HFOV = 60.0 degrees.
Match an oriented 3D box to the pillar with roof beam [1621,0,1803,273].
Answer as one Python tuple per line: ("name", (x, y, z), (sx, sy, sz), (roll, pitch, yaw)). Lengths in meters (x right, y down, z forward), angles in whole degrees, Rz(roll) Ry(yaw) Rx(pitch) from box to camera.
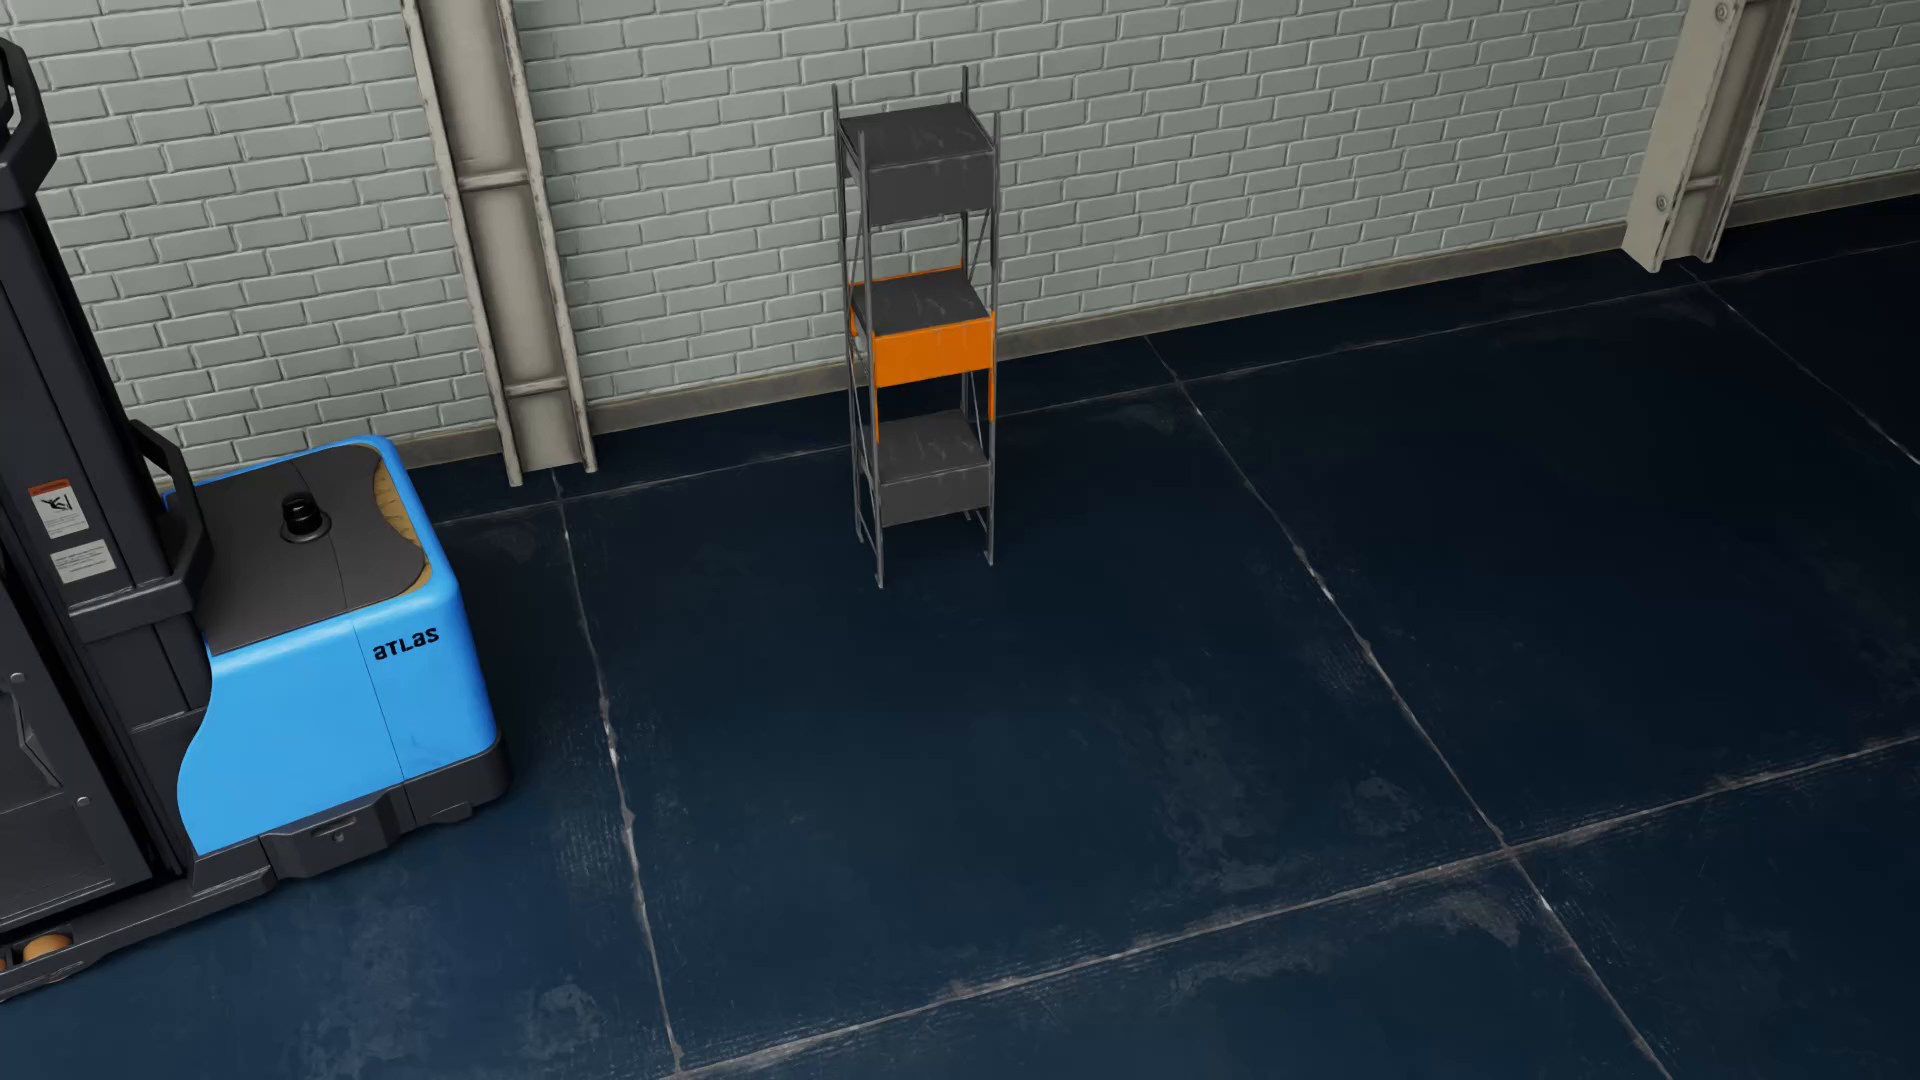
("pillar with roof beam", (5.126, -2.248, 2.983), (0.400, 9.000, 9.100), (-12, 42, -13))

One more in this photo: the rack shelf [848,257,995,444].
("rack shelf", (-0.158, -0.748, 6.531), (0.480, 0.518, 0.431), (-12, 42, -13))

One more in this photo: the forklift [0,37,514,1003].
("forklift", (-3.191, 0.036, 4.981), (3.031, 2.935, 1.130), (-20, 45, -21))

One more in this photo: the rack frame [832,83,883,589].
("rack frame", (-0.391, -0.710, 6.467), (0.015, 2.100, 0.400), (-12, 42, -13))

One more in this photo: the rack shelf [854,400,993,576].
("rack shelf", (-0.158, -0.221, 6.991), (0.480, 0.518, 0.431), (-12, 42, -13))

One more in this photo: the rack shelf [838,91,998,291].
("rack shelf", (-0.158, -1.275, 6.070), (0.480, 0.518, 0.431), (-12, 42, -13))

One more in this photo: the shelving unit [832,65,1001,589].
("shelving unit", (-0.158, -0.758, 6.522), (0.503, 2.100, 0.431), (-12, 42, -13))

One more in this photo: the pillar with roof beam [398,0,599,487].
("pillar with roof beam", (-0.597, -1.062, 1.626), (0.400, 9.000, 9.100), (-12, 42, -13))

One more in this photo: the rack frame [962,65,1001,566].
("rack frame", (0.075, -0.806, 6.577), (0.015, 2.100, 0.400), (-12, 42, -13))
